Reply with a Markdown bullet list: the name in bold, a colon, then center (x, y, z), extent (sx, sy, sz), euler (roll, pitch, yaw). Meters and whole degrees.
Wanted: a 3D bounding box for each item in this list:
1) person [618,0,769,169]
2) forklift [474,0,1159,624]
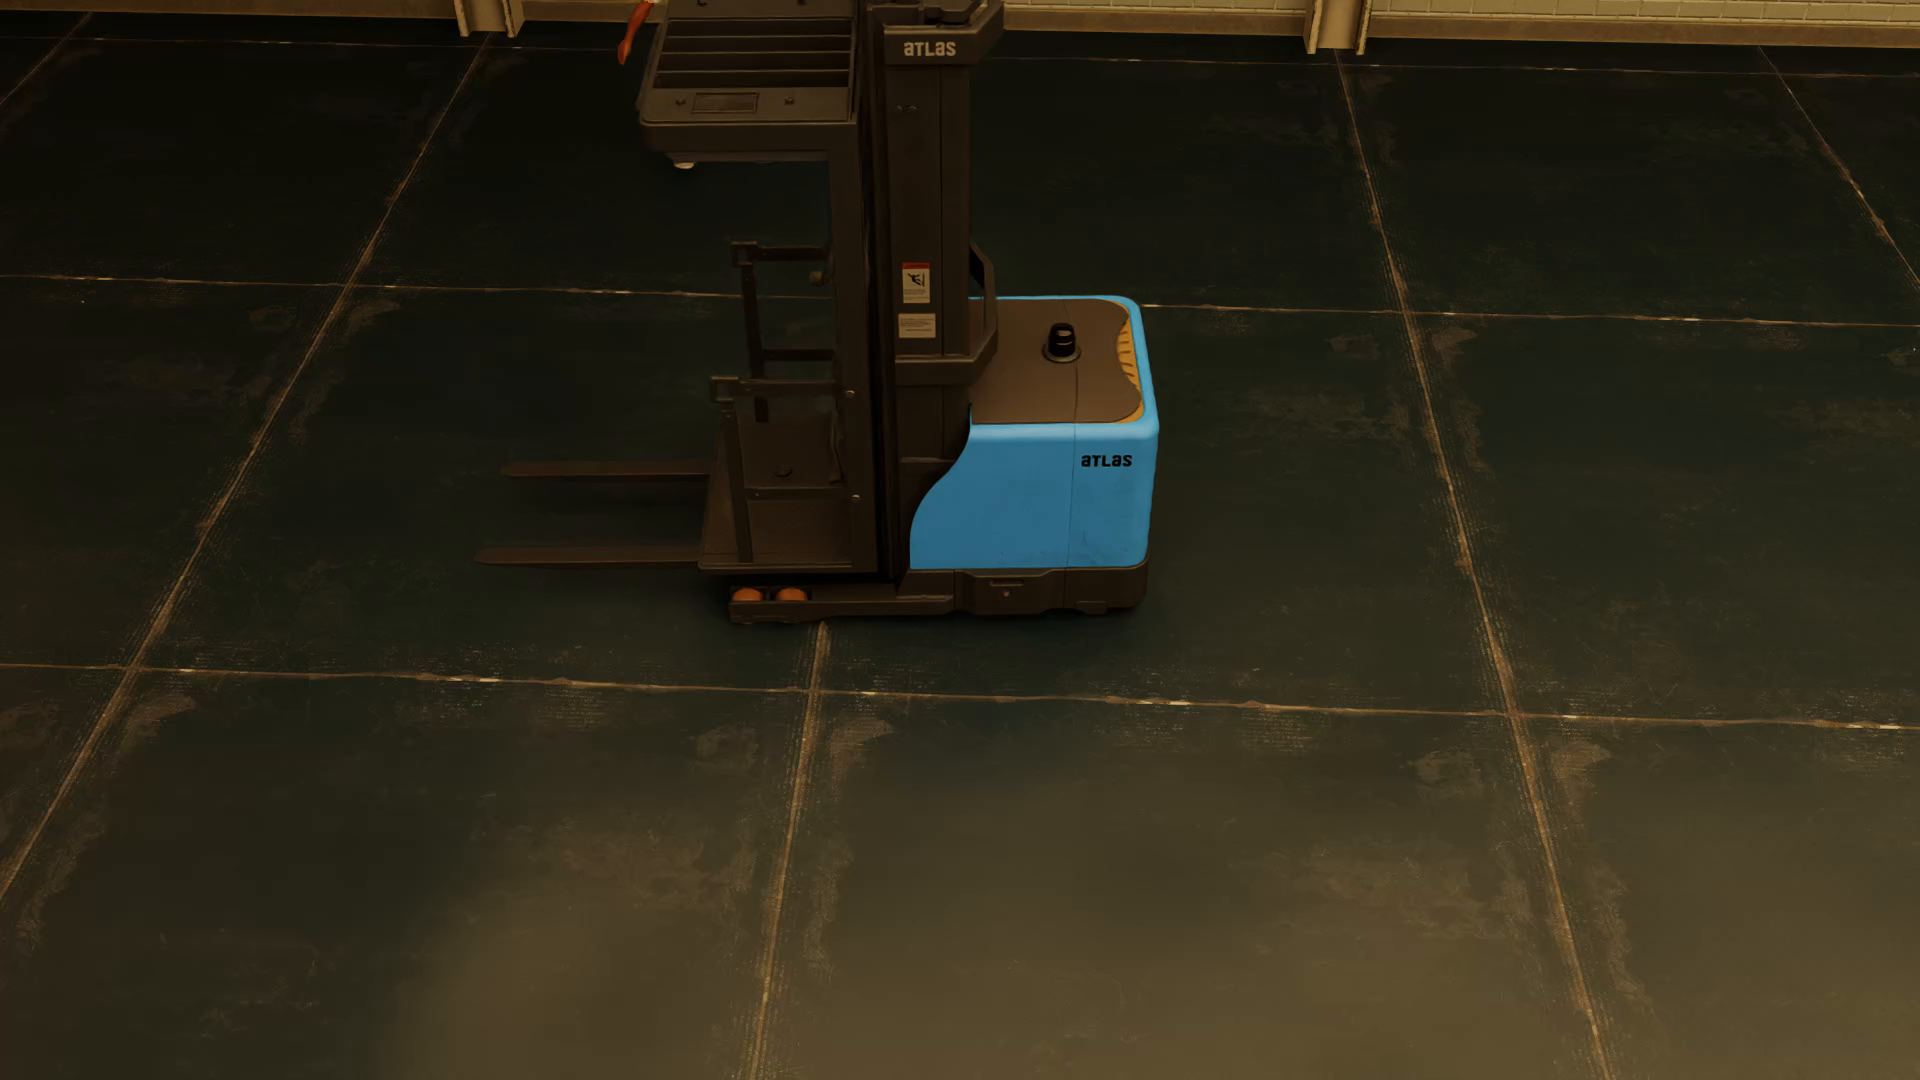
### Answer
- **person**: center (-1.585, -2.988, 9.942), extent (0.926, 1.684, 0.486), euler (-11, 44, -12)
- **forklift**: center (-0.680, -1.064, 6.908), extent (3.031, 2.935, 1.130), euler (-1, 42, -1)
